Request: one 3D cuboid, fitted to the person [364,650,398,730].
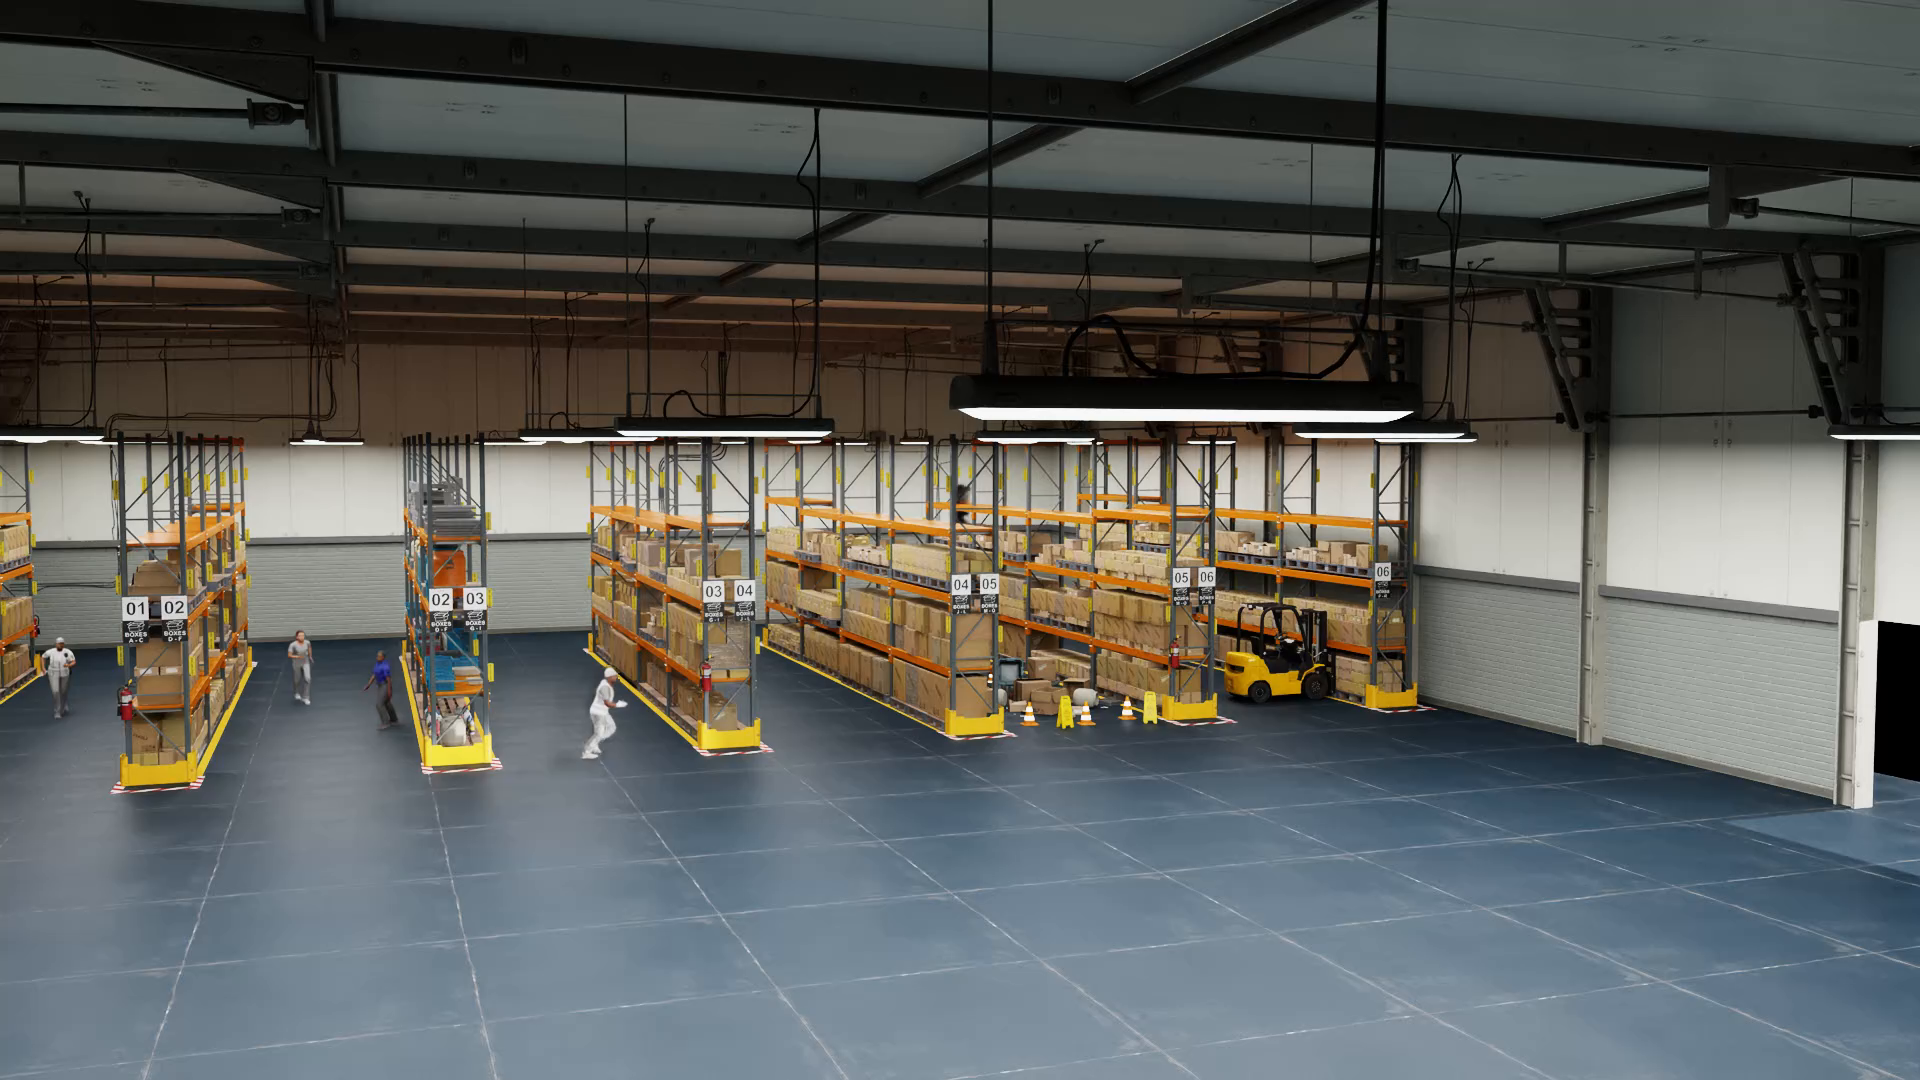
[{"bbox_3d":[-11.884,3.037,34.067,0.617,1.596,0.780,-2,4,-36],"label":"person"}]

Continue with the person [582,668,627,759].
[{"bbox_3d":[-6.554,3.183,30.663,0.842,1.668,0.710,0,3,-5],"label":"person"}]

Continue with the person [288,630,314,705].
[{"bbox_3d":[-14.796,2.829,37.291,0.570,1.652,0.963,-2,4,-33],"label":"person"}]

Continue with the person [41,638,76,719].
[{"bbox_3d":[-19.241,2.929,35.508,0.642,1.709,0.909,-2,4,-32],"label":"person"}]
